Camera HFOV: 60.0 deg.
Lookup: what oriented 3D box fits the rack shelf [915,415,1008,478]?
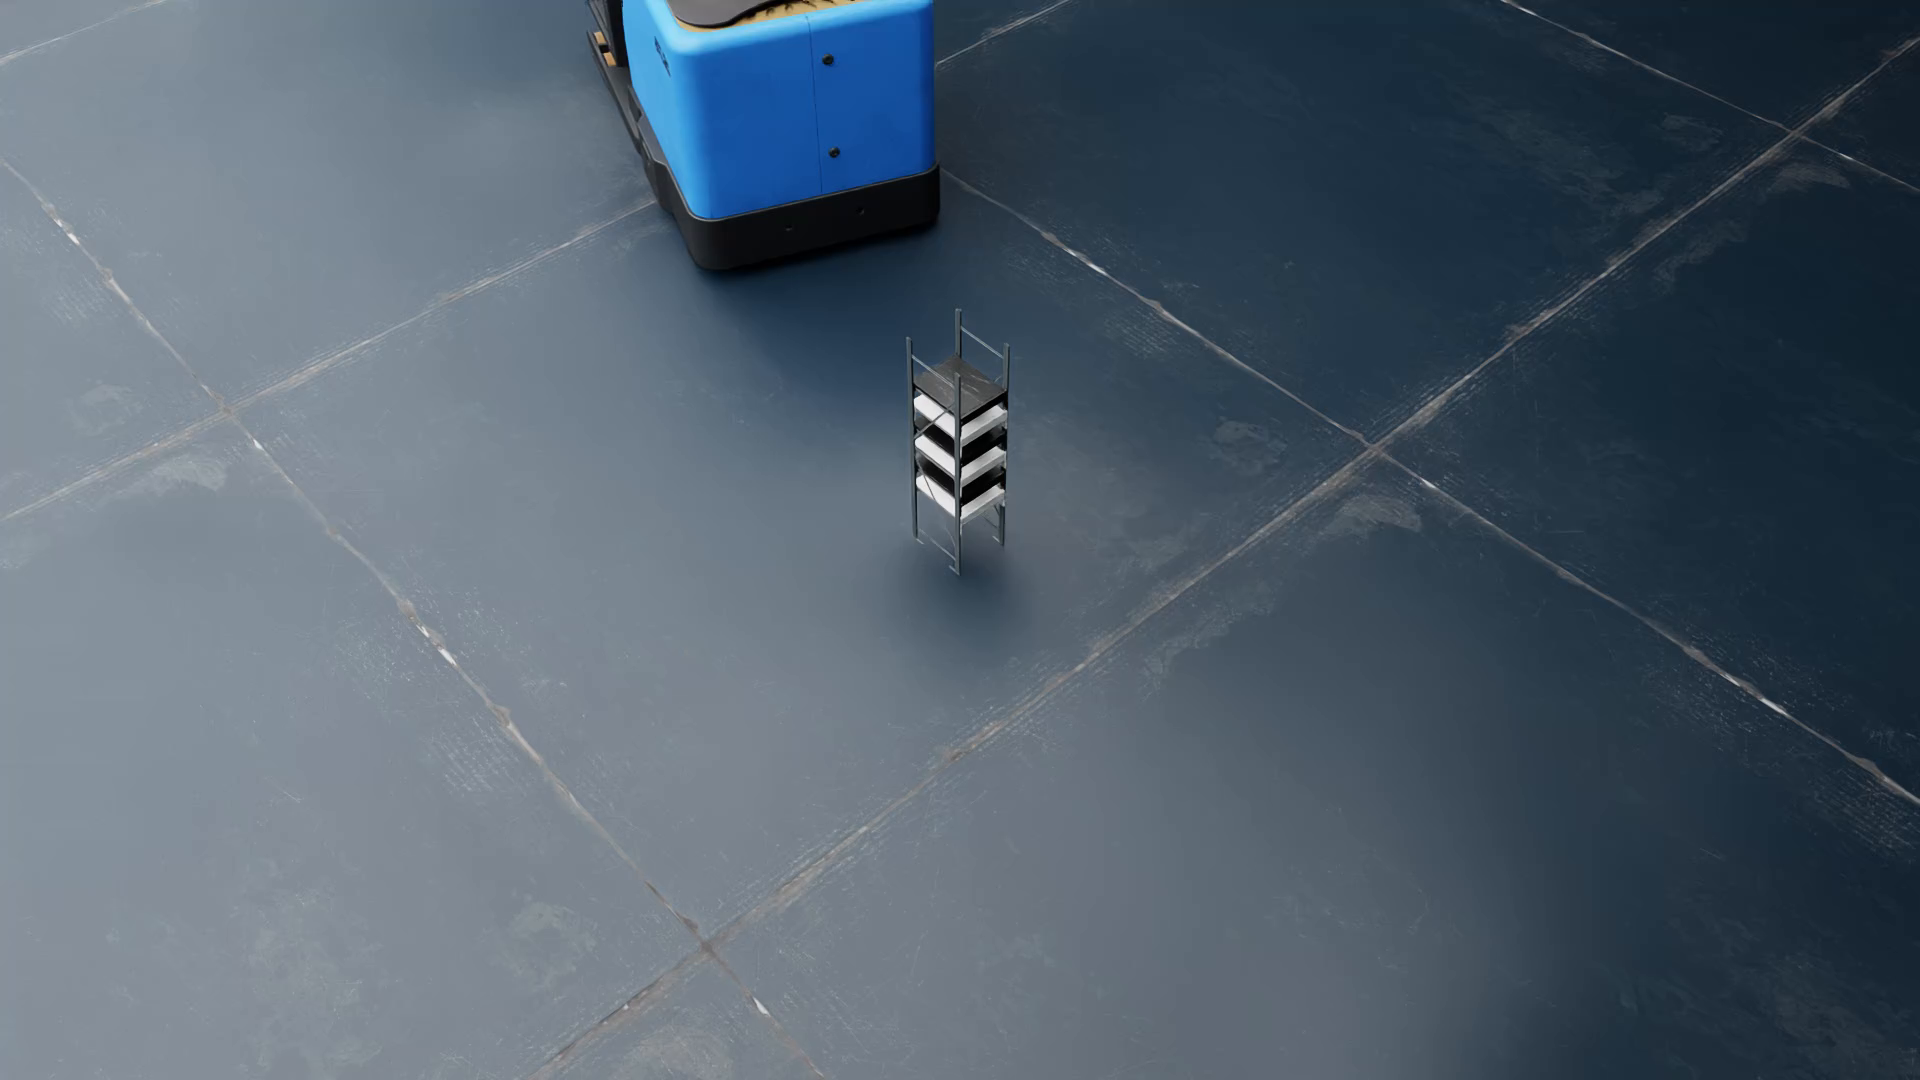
[{"bbox_3d":[-0.006,-0.340,5.374,0.200,0.077,0.258,-34,56,-27],"label":"rack shelf"}]

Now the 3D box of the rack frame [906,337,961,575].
[{"bbox_3d":[-0.081,-0.251,5.369,0.006,0.900,0.240,-34,56,-27],"label":"rack frame"}]

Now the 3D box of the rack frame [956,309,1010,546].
[{"bbox_3d":[0.069,-0.351,5.462,0.006,0.900,0.240,-34,56,-27],"label":"rack frame"}]

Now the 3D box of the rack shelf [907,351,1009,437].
[{"bbox_3d":[-0.006,-0.462,5.242,0.200,0.077,0.258,-34,56,-27],"label":"rack shelf"}]

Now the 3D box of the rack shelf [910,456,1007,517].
[{"bbox_3d":[-0.006,-0.218,5.506,0.200,0.077,0.258,-34,56,-27],"label":"rack shelf"}]

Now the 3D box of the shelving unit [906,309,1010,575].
[{"bbox_3d":[-0.006,-0.301,5.416,0.210,0.900,0.258,-34,56,-27],"label":"shelving unit"}]

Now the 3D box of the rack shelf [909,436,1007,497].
[{"bbox_3d":[-0.006,-0.279,5.440,0.200,0.077,0.258,-34,56,-27],"label":"rack shelf"}]

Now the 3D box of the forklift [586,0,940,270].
[{"bbox_3d":[-1.090,-3.177,6.687,1.130,2.935,3.031,-16,49,-14],"label":"forklift"}]

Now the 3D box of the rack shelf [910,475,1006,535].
[{"bbox_3d":[-0.006,-0.156,5.572,0.200,0.077,0.258,-34,56,-27],"label":"rack shelf"}]

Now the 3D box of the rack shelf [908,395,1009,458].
[{"bbox_3d":[-0.006,-0.401,5.308,0.200,0.077,0.258,-34,56,-27],"label":"rack shelf"}]
